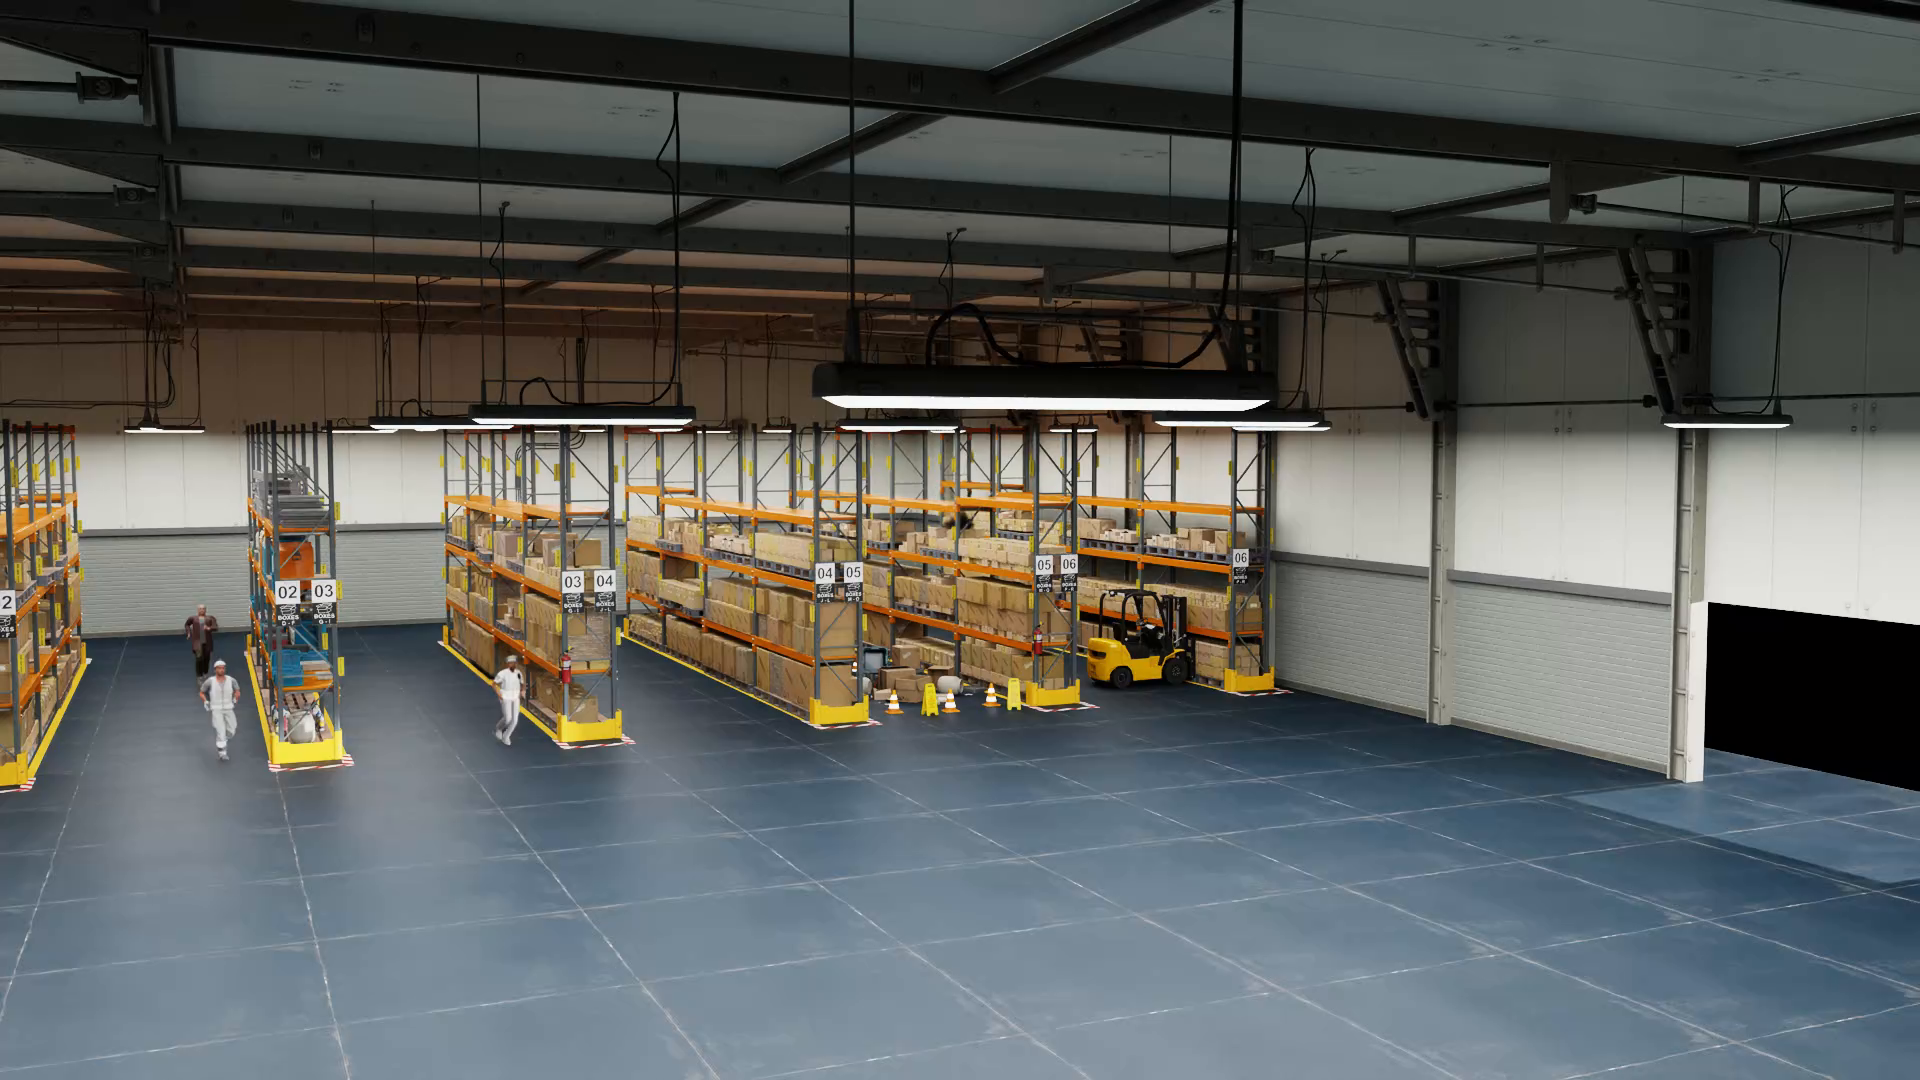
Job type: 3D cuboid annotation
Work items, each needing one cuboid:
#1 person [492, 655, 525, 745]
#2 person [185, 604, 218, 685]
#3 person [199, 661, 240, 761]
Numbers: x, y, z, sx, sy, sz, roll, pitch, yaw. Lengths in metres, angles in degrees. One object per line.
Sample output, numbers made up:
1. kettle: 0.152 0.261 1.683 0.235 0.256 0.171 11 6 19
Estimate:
1. person: -8.373 2.968 30.977 0.610 1.664 0.509 -3 4 -37
2. person: -17.619 2.405 38.673 0.678 1.833 0.916 -2 4 -31
3. person: -13.092 3.008 29.452 0.663 1.748 0.780 -3 4 -36
